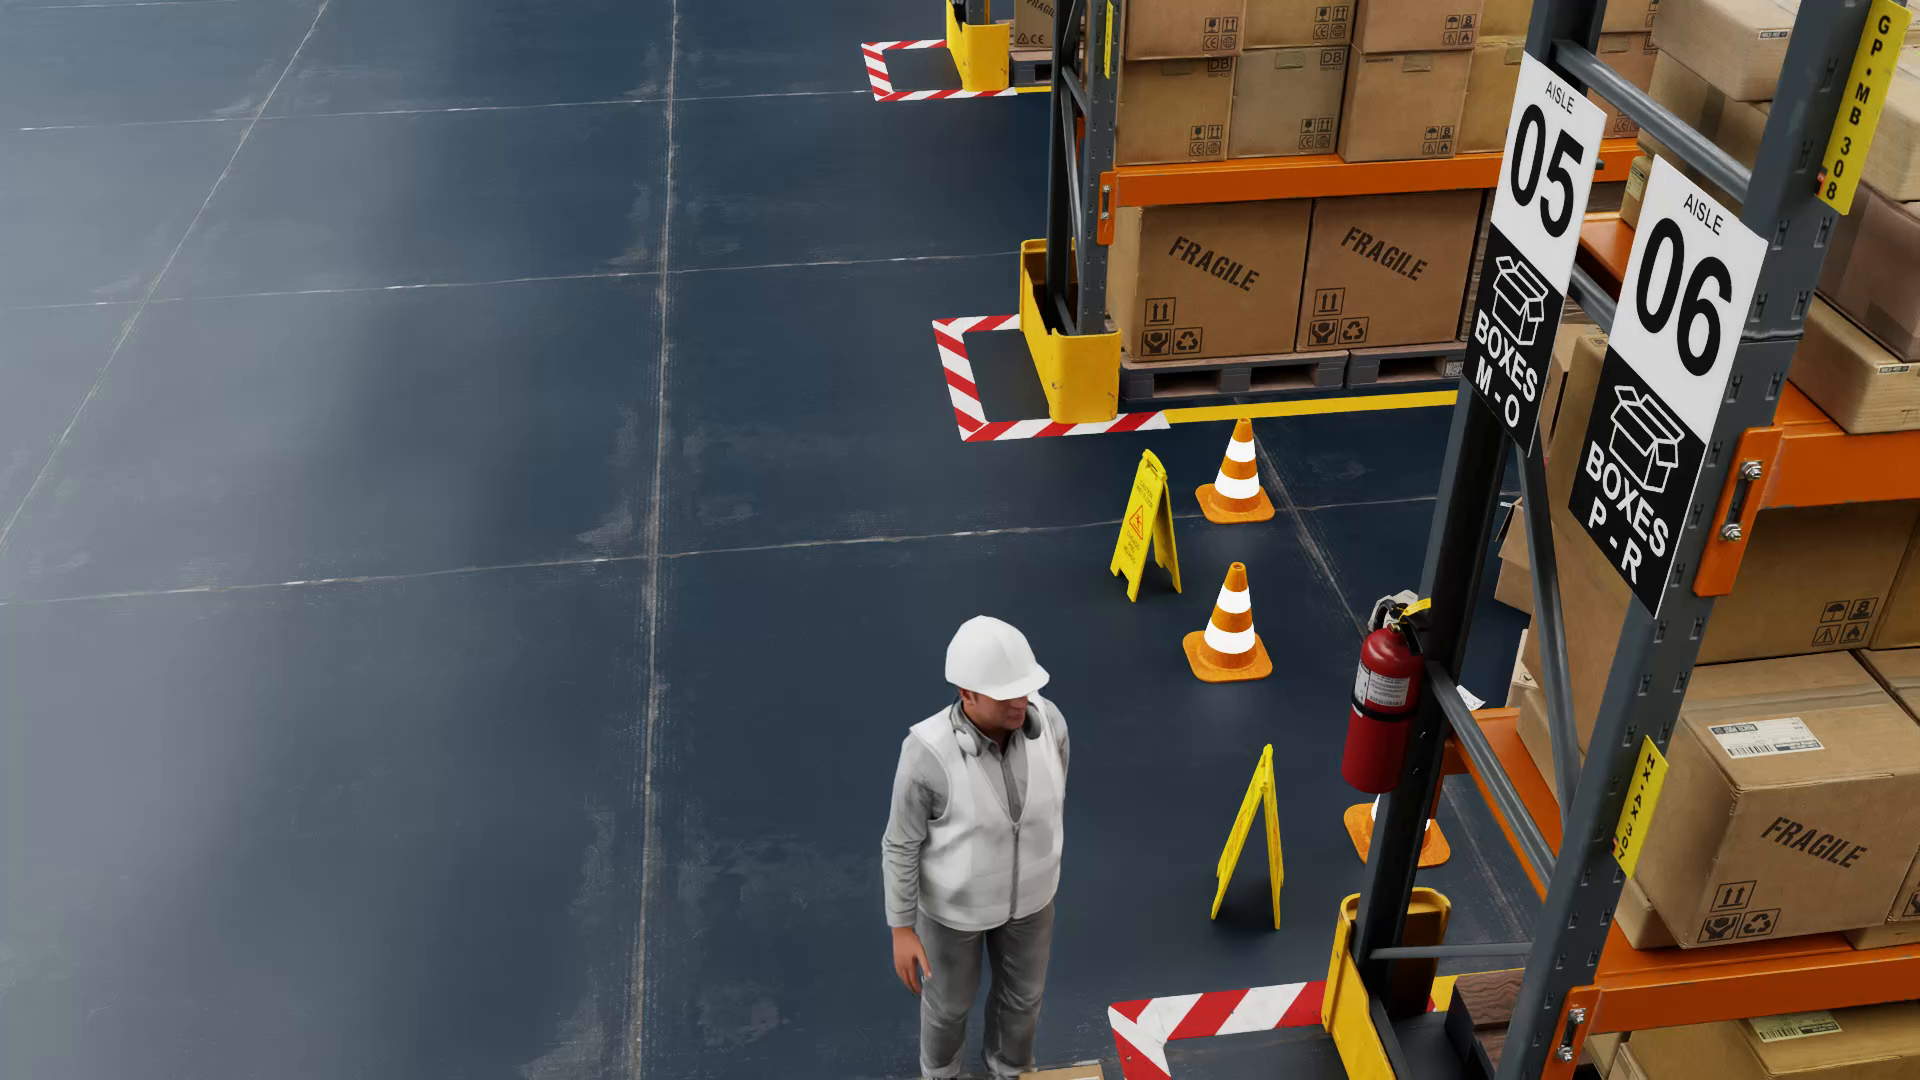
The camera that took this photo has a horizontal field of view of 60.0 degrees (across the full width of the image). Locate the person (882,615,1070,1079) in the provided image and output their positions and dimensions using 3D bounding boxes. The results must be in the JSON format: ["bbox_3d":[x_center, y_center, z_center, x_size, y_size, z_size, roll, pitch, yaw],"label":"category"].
[{"bbox_3d":[0.067,1.006,4.640,0.616,1.789,0.447,-16,37,-21],"label":"person"}]
